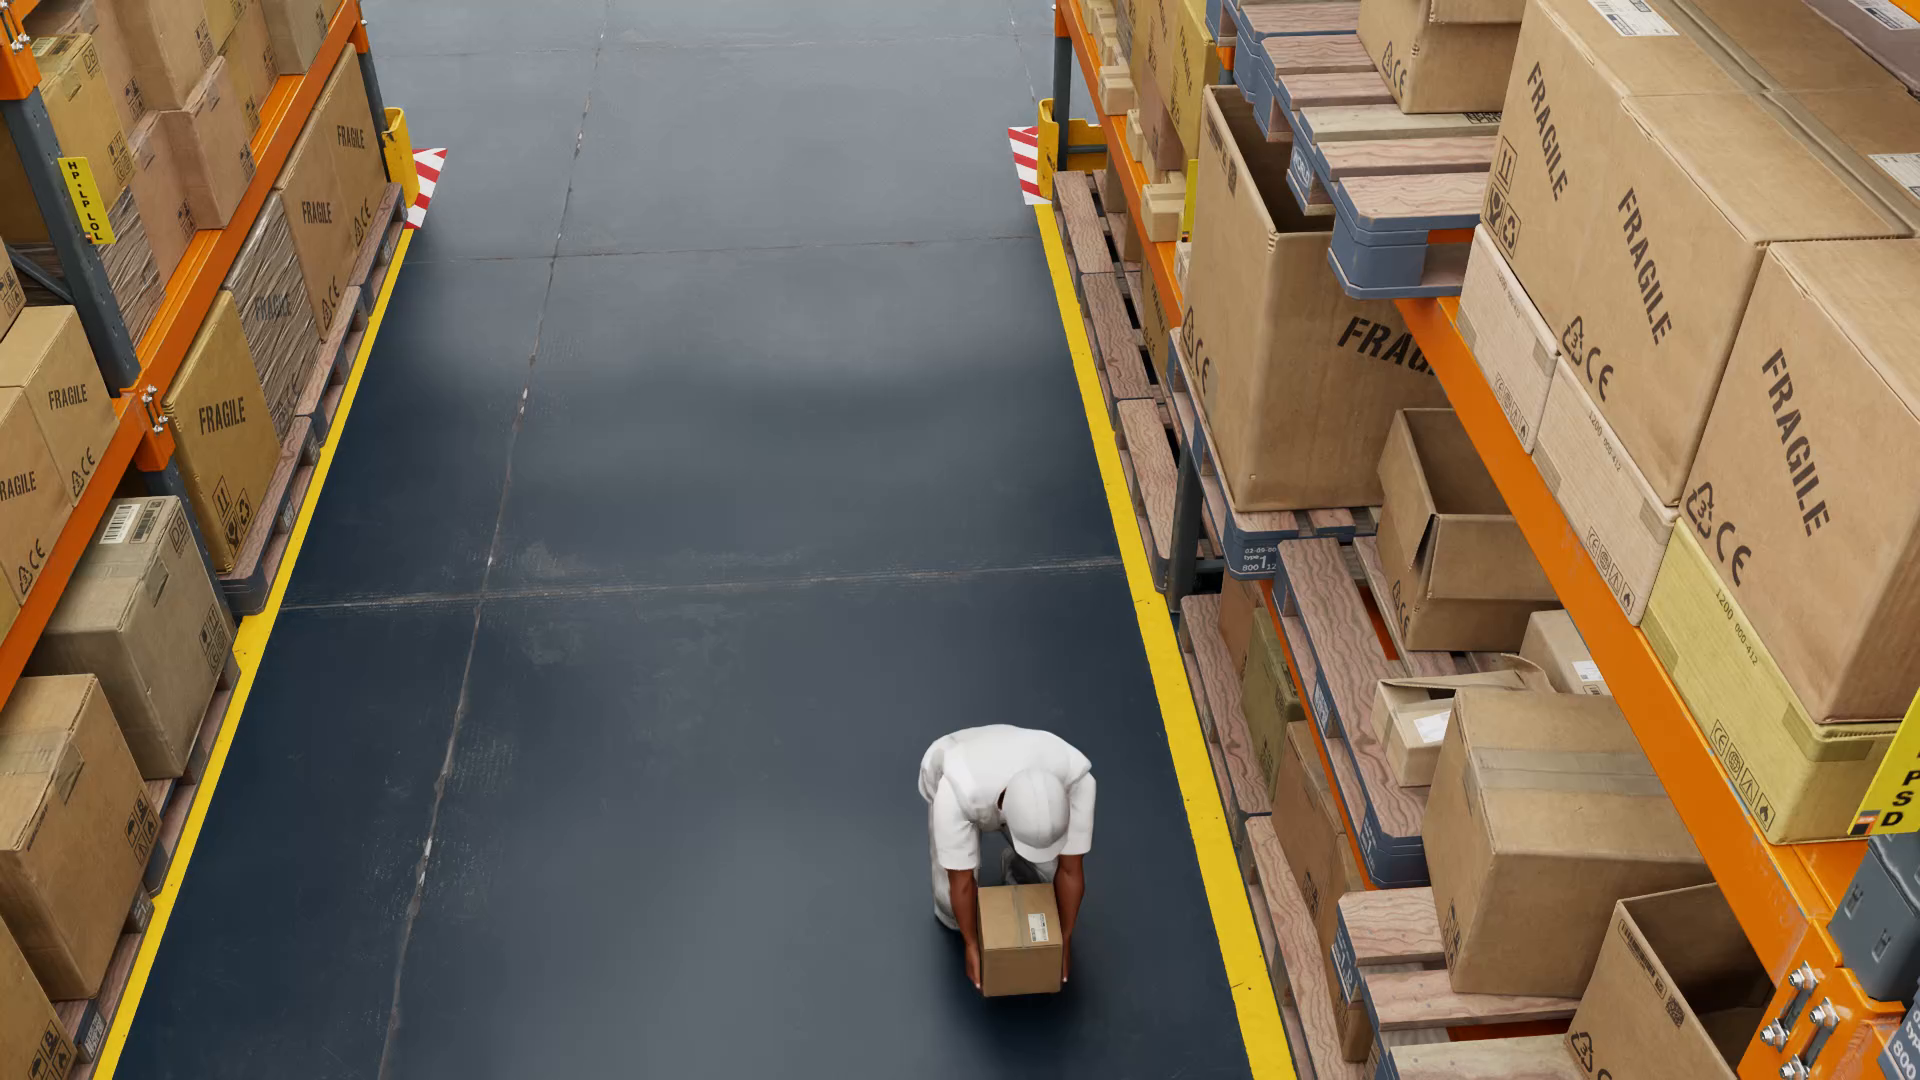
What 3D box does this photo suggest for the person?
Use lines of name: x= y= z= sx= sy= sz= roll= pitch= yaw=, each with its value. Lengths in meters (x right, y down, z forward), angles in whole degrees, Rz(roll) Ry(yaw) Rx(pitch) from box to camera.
person: x=0.165 y=0.961 z=5.550 sx=0.550 sy=1.016 sz=0.894 roll=-6 pitch=39 yaw=-8
